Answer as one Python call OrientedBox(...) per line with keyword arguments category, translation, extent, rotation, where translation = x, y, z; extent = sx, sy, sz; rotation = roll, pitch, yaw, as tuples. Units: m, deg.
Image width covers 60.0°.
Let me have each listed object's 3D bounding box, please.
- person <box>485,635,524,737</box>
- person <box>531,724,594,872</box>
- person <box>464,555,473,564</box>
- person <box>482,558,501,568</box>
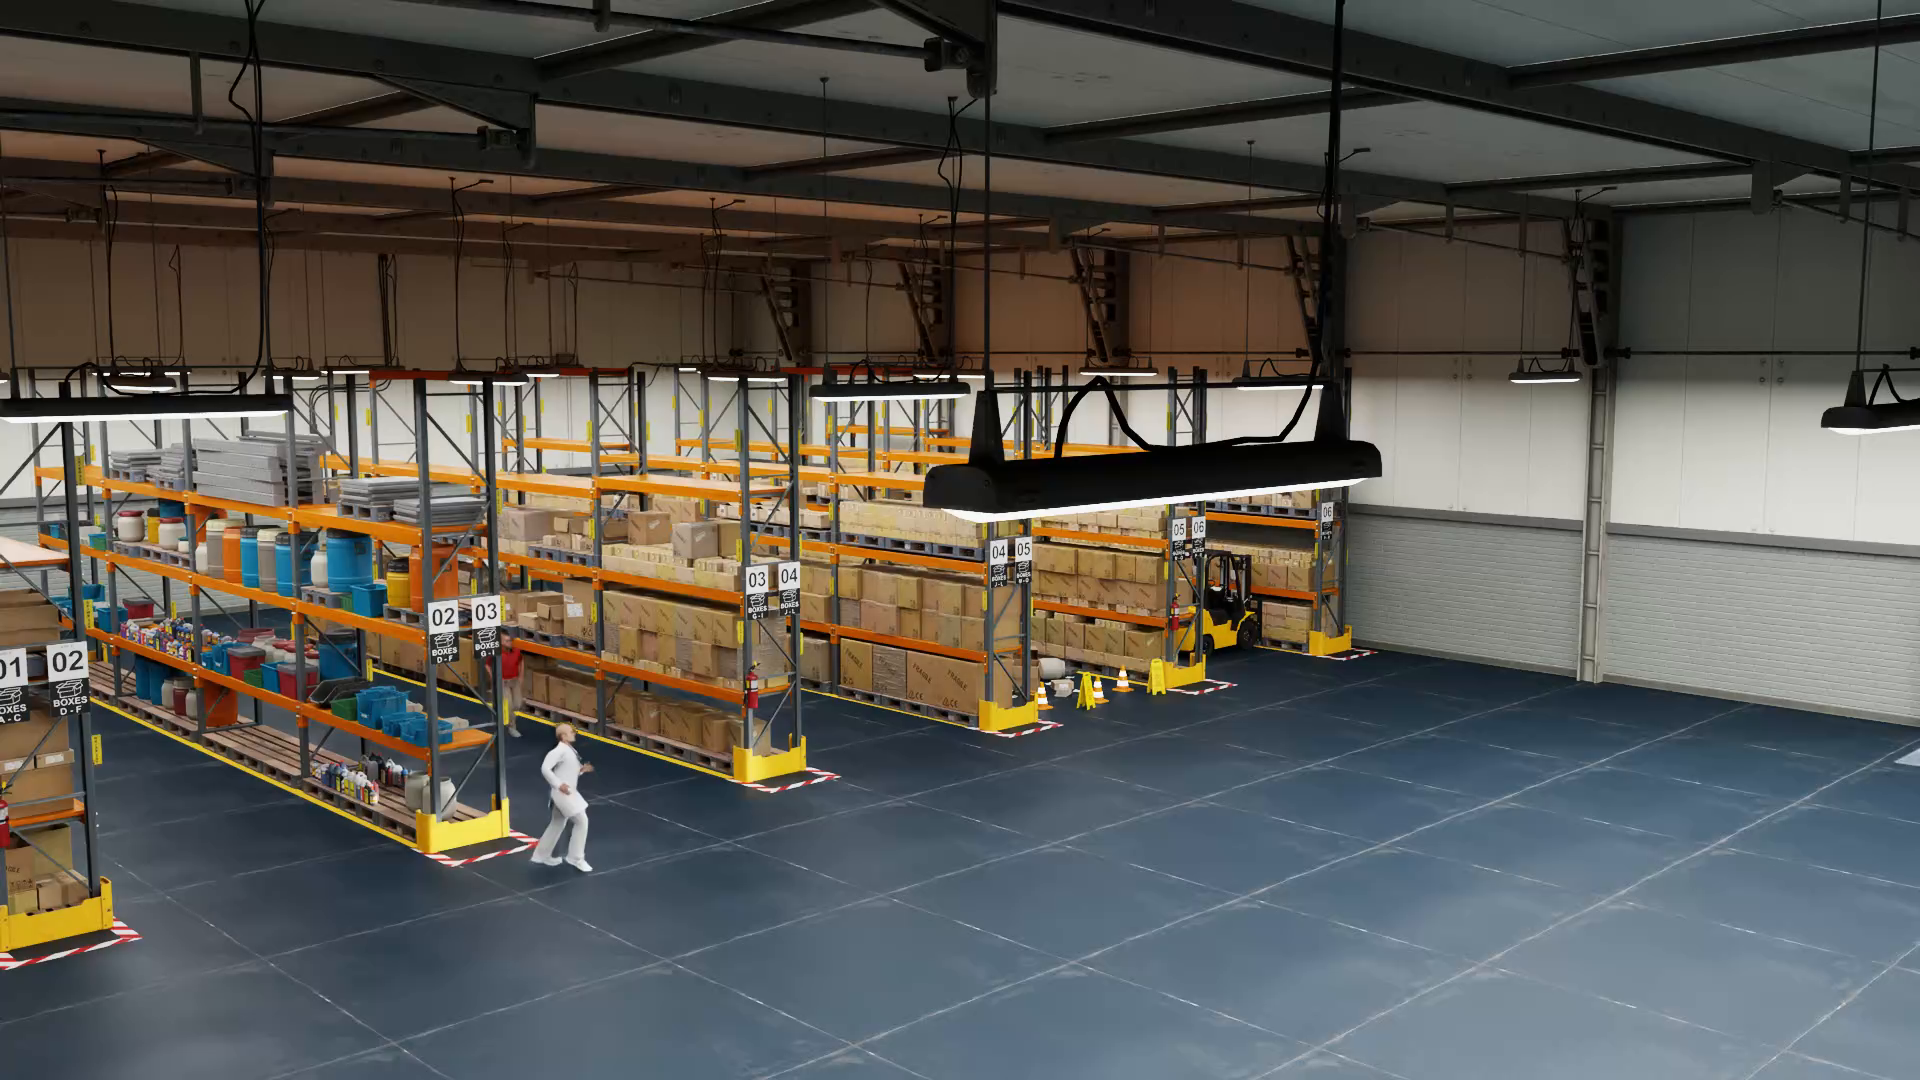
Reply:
OrientedBox(category="person", translation=(-7.534, 2.396, 27.592), extent=(0.684, 1.696, 0.623), rotation=(-5, 8, -40))
OrientedBox(category="person", translation=(-4.877, 3.161, 20.379), extent=(0.790, 1.837, 0.695), rotation=(-2, 7, -13))
OrientedBox(category="person", translation=(-11.754, 1.017, 39.717), extent=(0.644, 1.666, 0.893), rotation=(6, 9, 43))
OrientedBox(category="person", translation=(-11.365, 0.968, 40.122), extent=(0.703, 1.728, 0.581), rotation=(4, 7, 30))
